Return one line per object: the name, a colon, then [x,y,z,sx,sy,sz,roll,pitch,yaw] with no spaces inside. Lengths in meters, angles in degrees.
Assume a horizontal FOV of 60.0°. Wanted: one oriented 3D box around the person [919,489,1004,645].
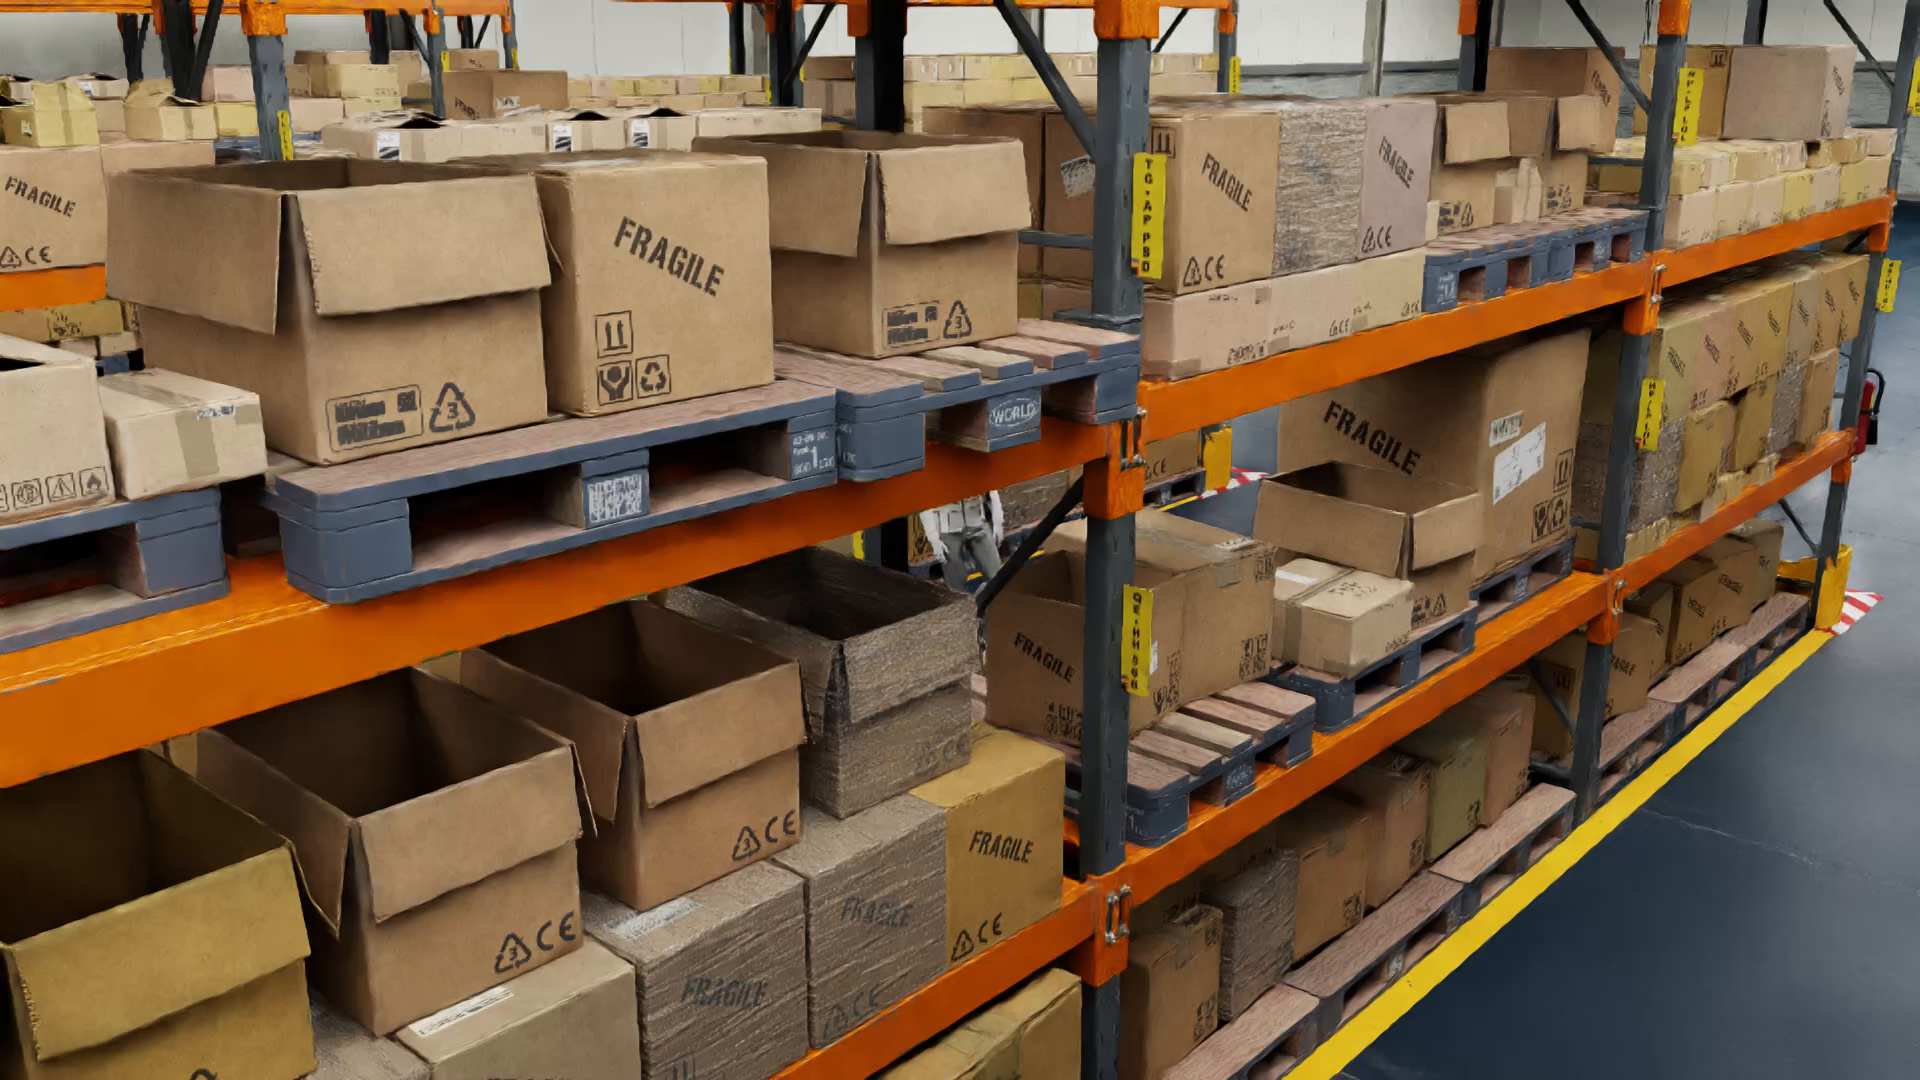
person: [0.008,-0.044,10.173,0.554,1.669,0.432,-6,18,-18]
